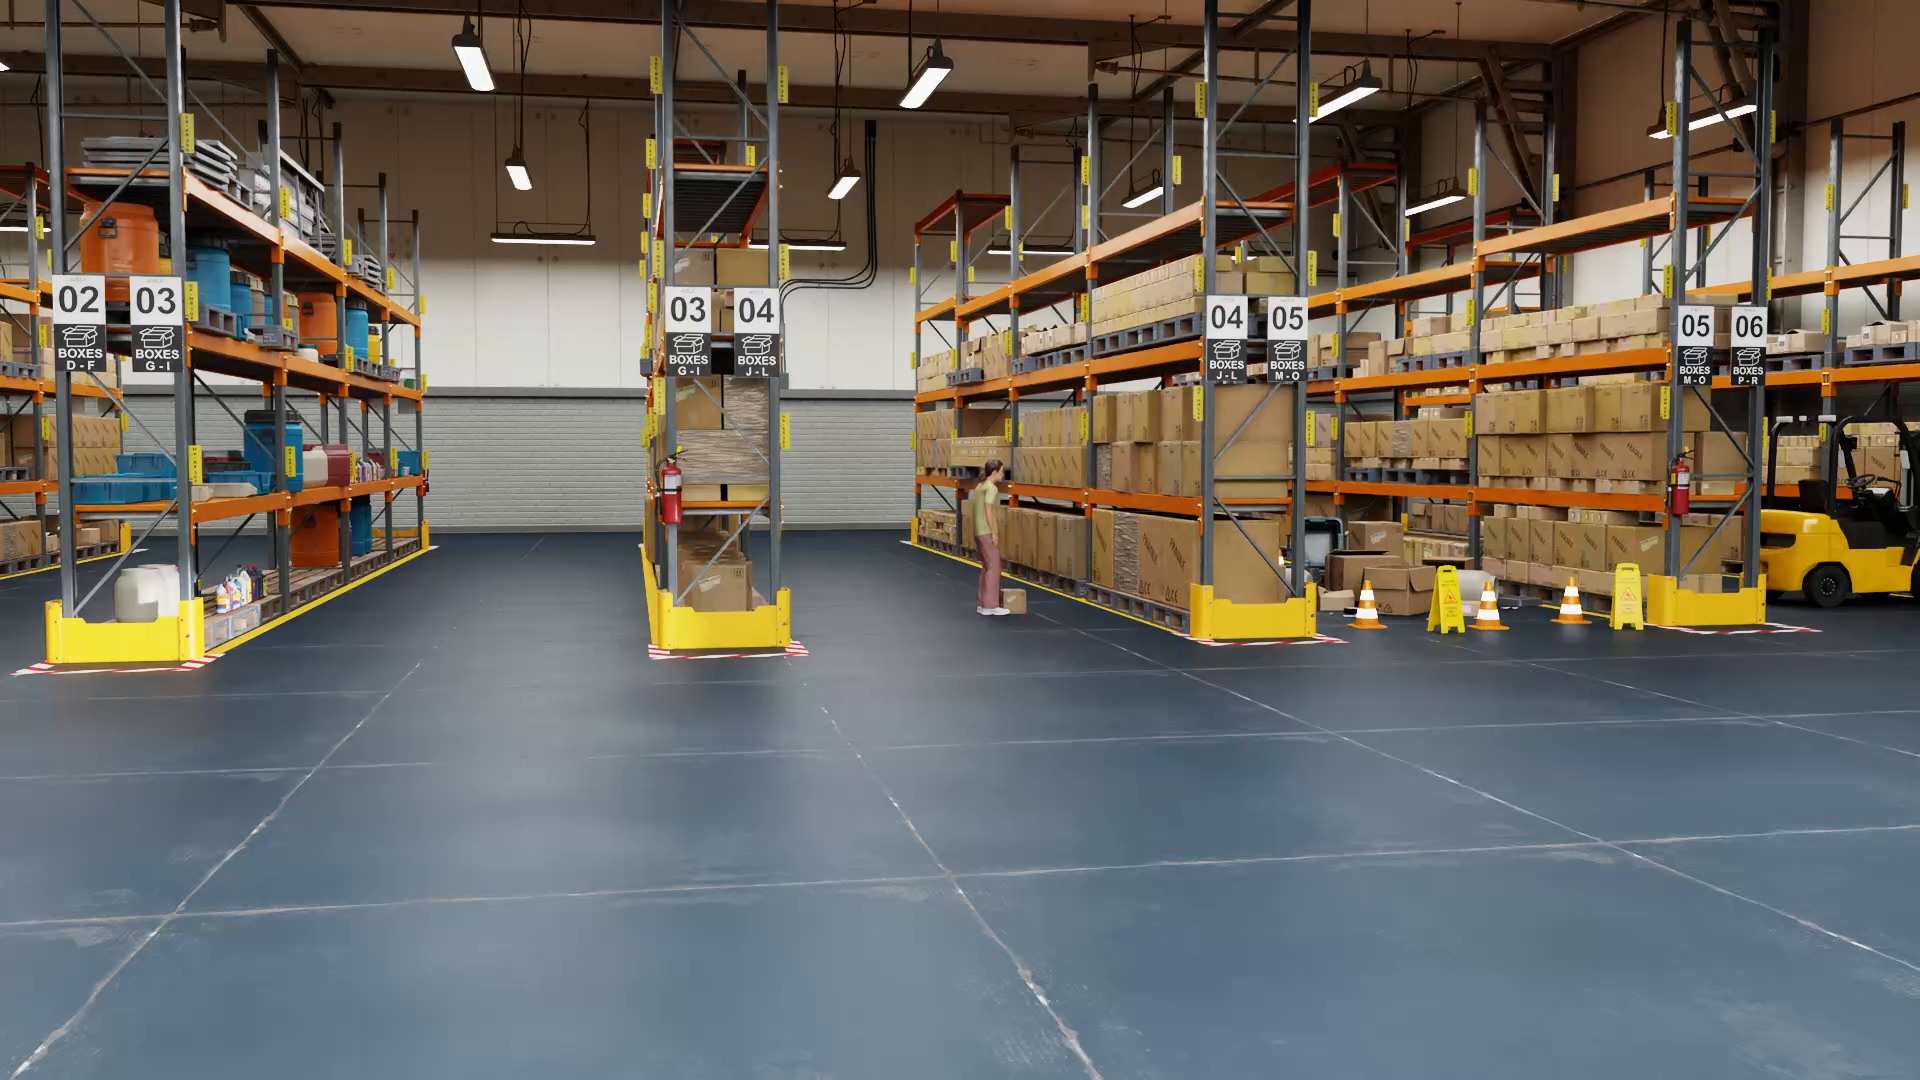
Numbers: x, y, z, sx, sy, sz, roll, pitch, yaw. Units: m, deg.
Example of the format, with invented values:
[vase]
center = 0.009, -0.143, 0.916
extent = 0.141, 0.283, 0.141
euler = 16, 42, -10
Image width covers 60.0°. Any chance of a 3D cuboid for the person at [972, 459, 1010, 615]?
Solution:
[person]
center = 0.322, -0.040, 17.903
extent = 0.367, 1.671, 0.507
euler = -1, 3, -14
